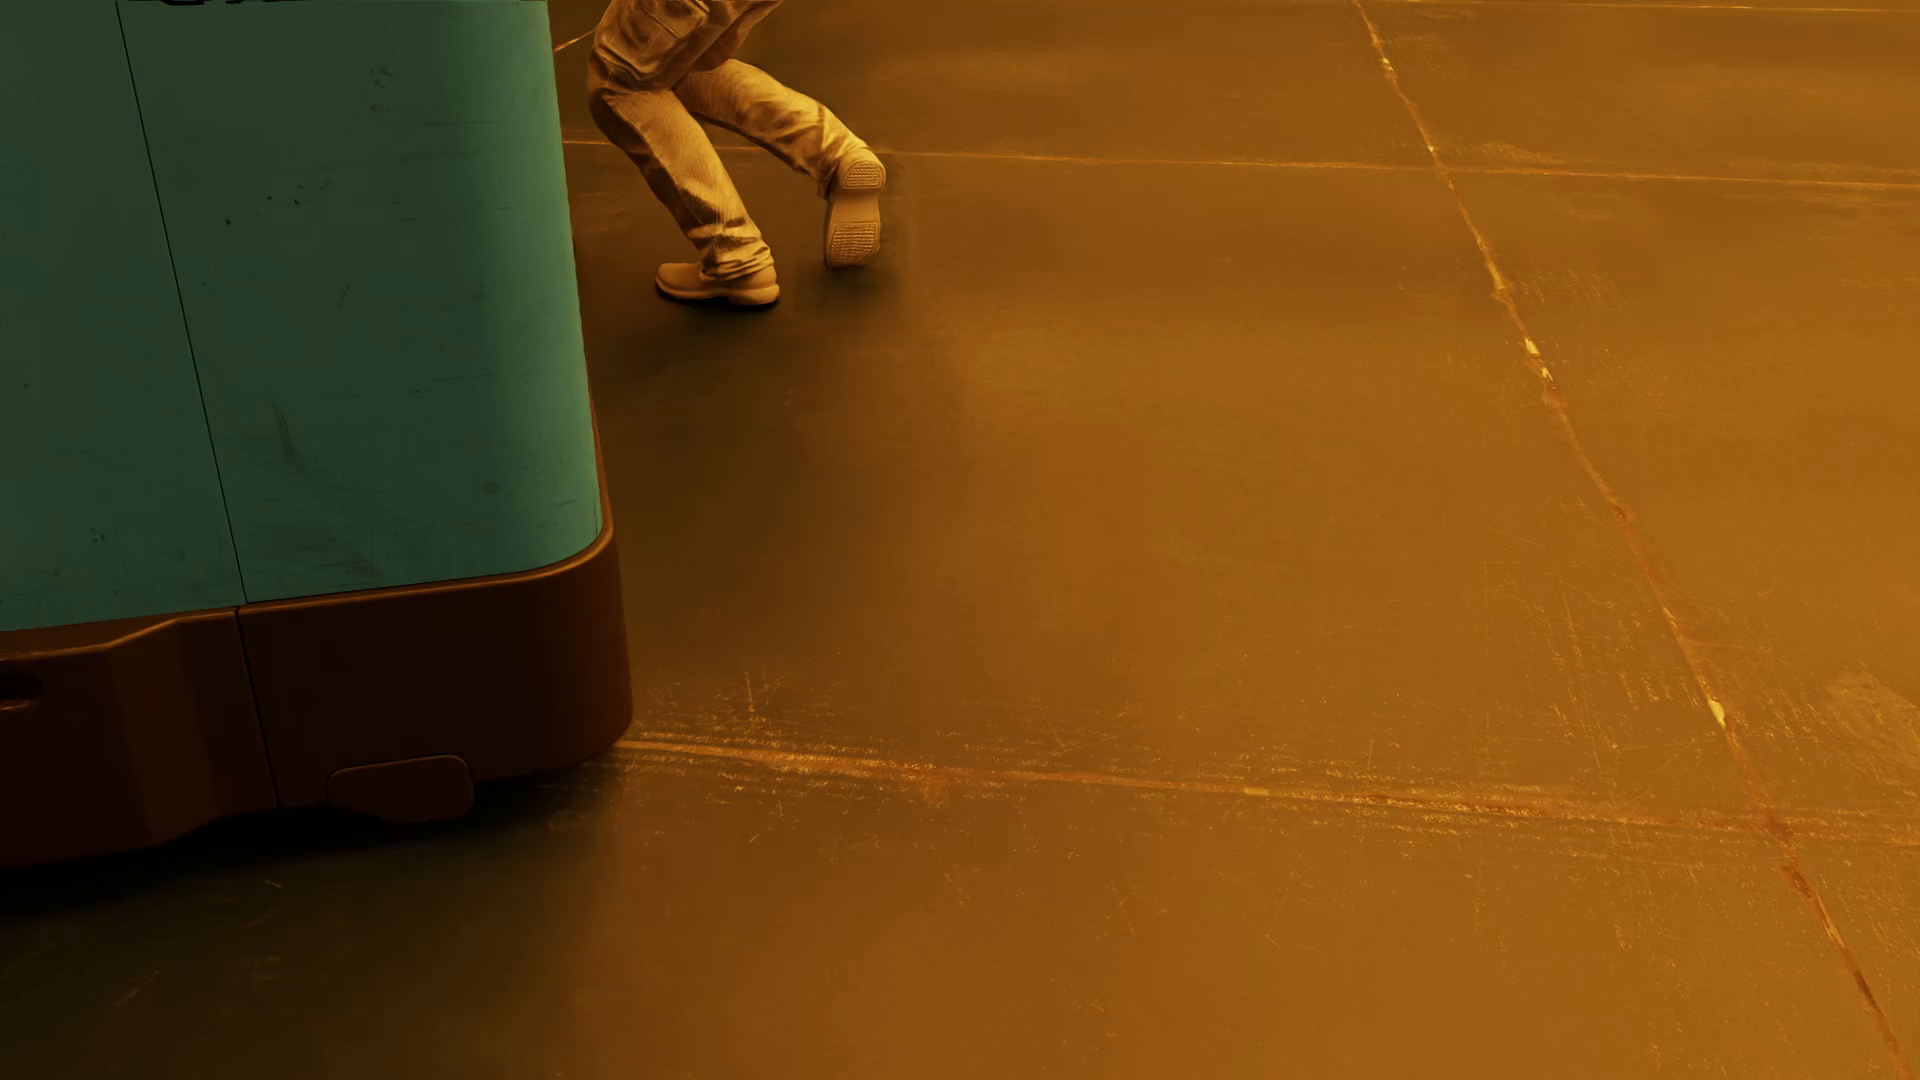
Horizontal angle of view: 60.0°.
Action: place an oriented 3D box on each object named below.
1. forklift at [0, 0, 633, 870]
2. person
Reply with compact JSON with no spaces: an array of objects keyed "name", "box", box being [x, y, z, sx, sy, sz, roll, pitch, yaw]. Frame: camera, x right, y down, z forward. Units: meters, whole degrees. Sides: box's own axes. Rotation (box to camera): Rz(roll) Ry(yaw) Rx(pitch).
[{"name":"forklift","box":[-1.953,-1.059,1.338,3.031,2.935,1.130,-7,27,-13]},{"name":"person","box":[-0.458,-1.274,3.327,0.586,1.593,0.959,3,27,6]}]
